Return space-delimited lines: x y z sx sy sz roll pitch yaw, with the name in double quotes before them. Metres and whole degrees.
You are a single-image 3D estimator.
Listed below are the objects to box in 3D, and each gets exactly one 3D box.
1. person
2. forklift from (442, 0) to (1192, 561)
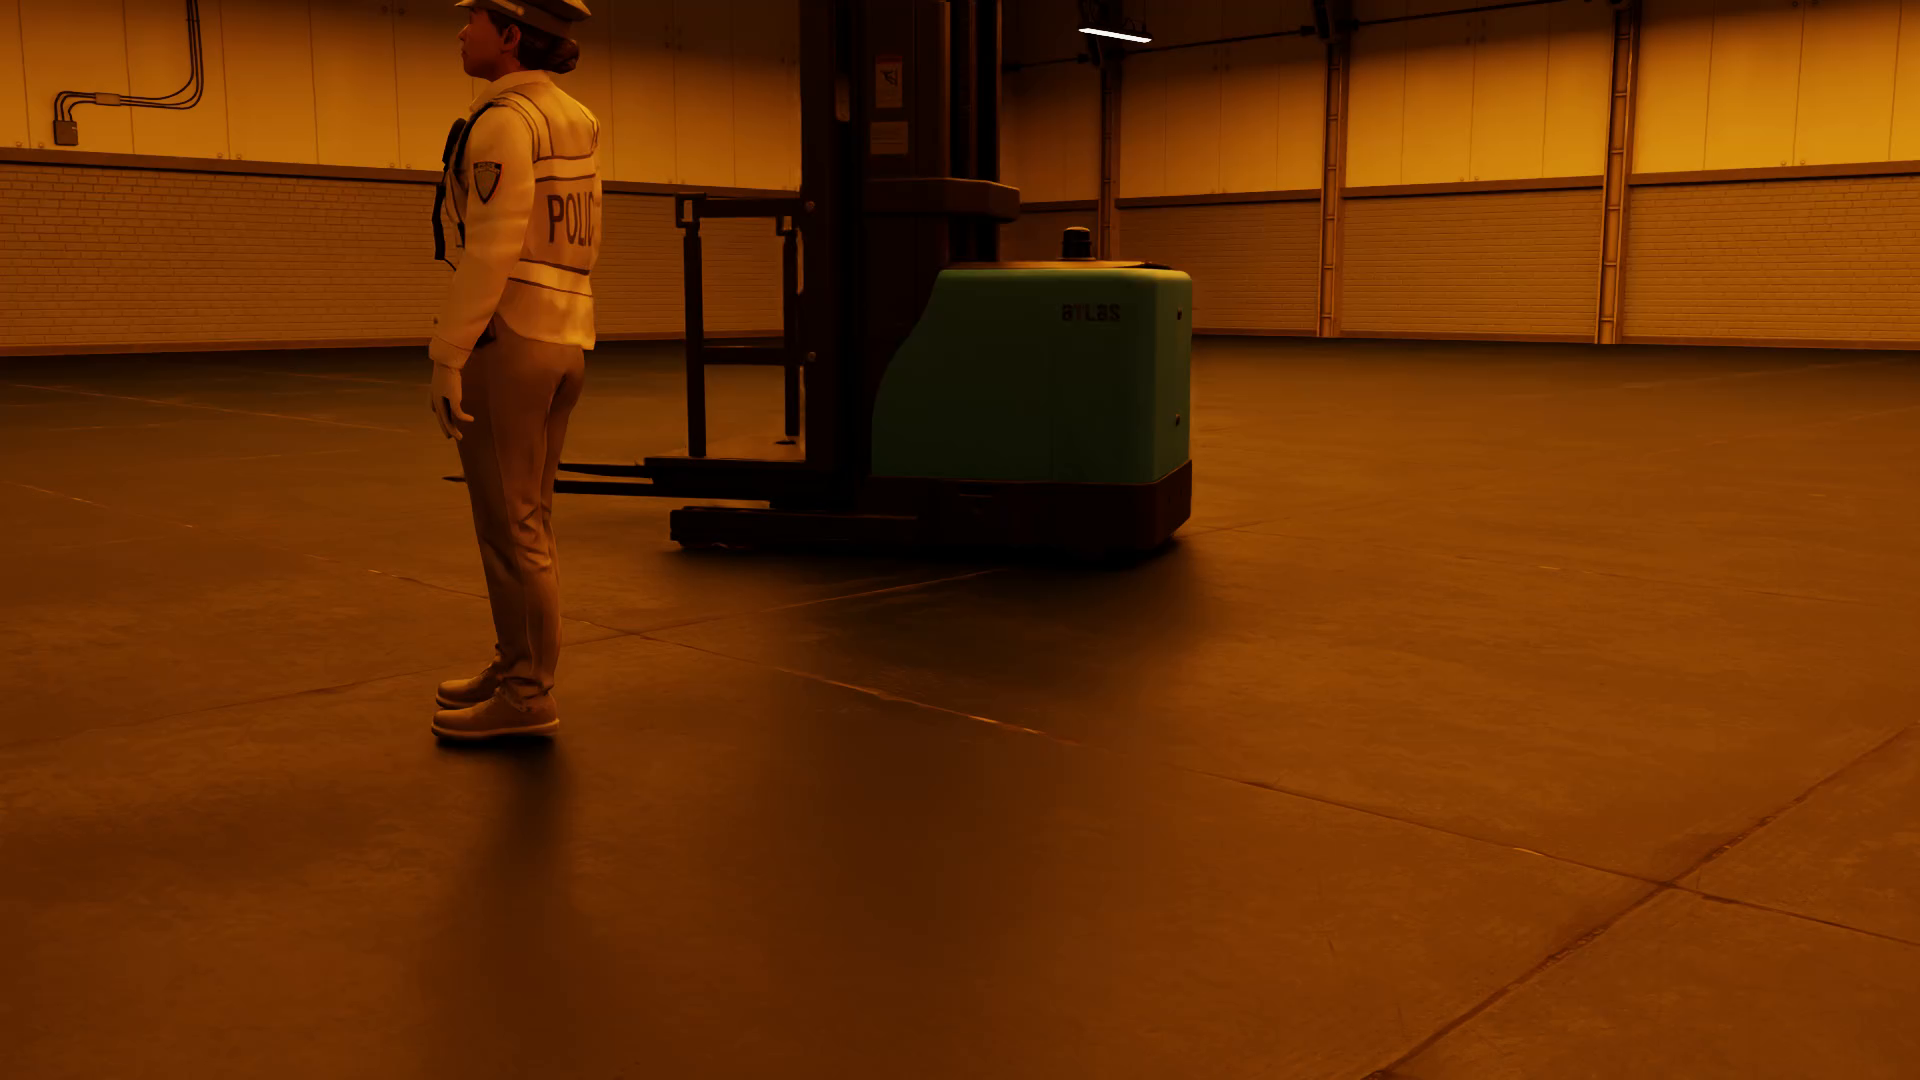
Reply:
"person" -1.034 -0.401 3.638 0.533 1.694 0.584 1 9 8
"forklift" -0.624 -1.474 6.665 3.031 2.935 1.130 2 9 16
